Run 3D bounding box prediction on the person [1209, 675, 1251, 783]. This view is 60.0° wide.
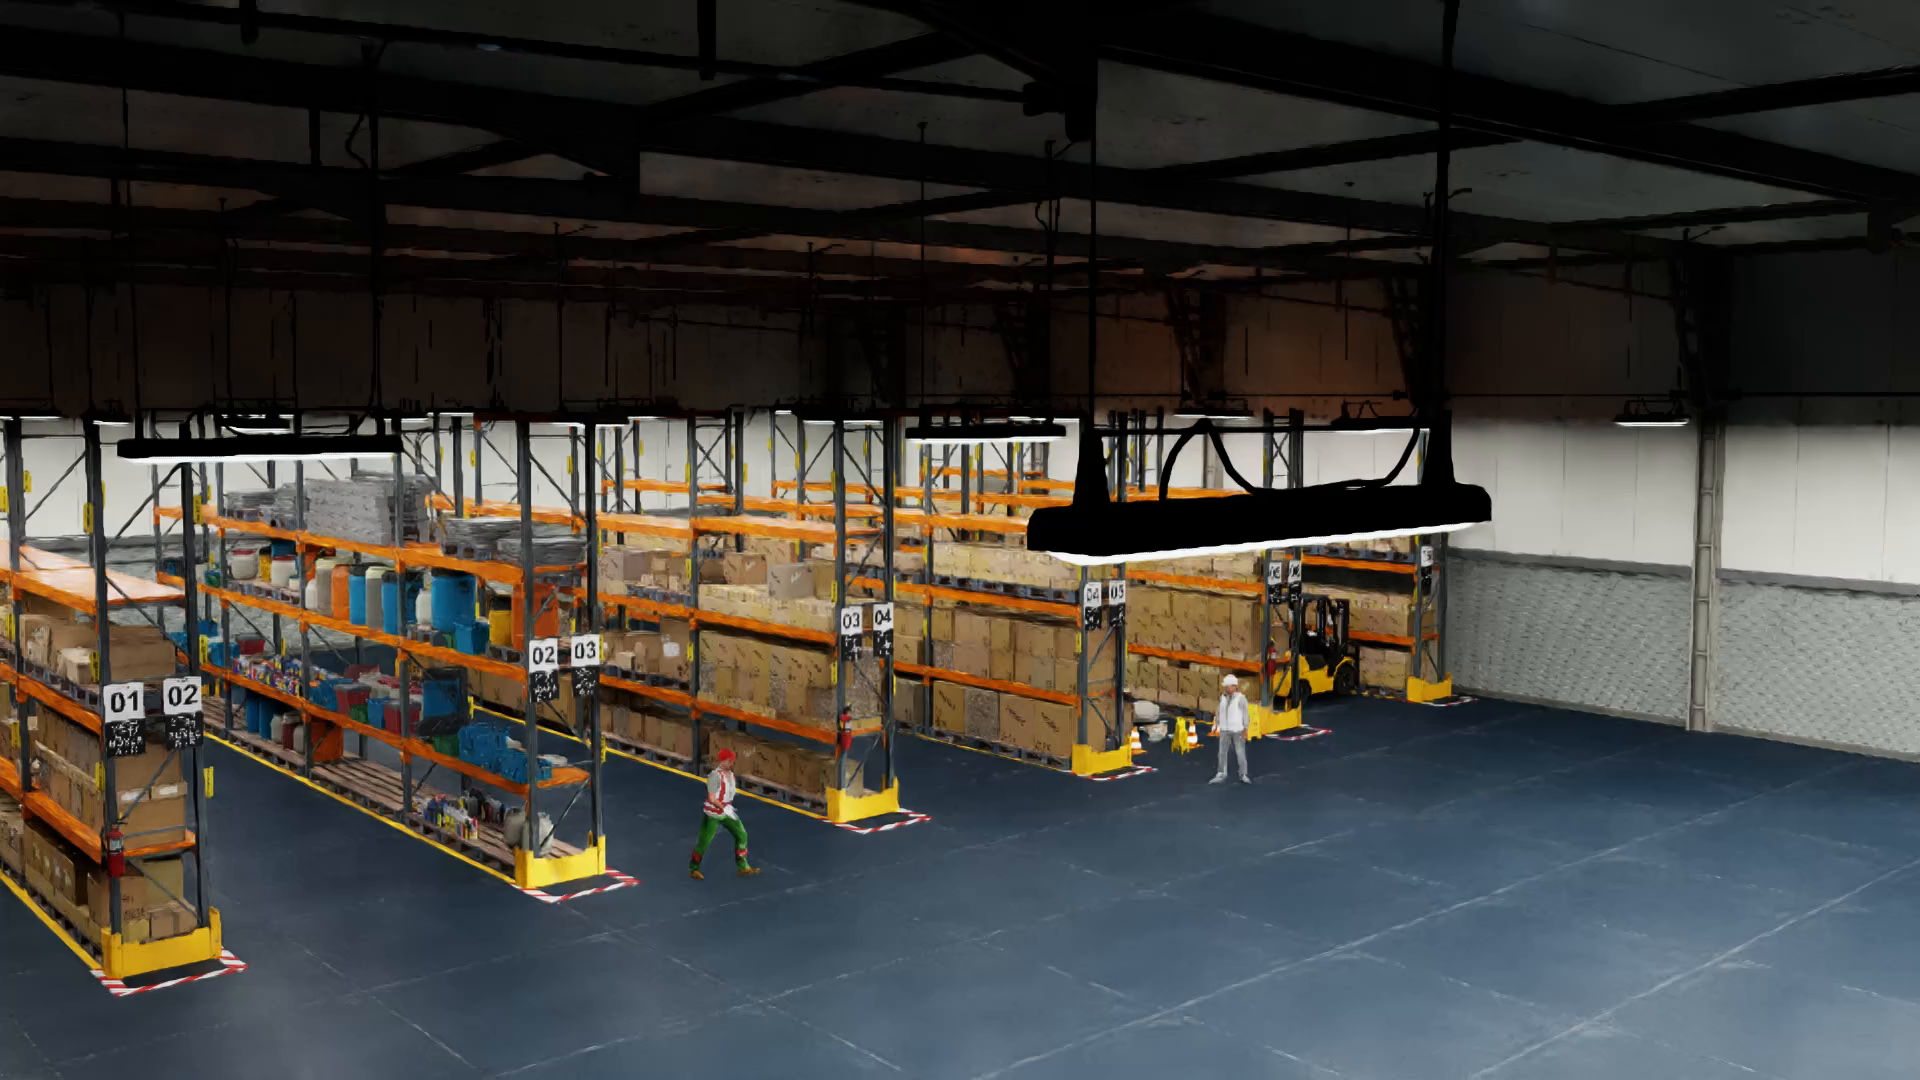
[{"bbox_3d":[4.390,3.074,27.040,0.642,1.773,0.619,4,6,36],"label":"person"}]

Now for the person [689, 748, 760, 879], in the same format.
[{"bbox_3d":[-3.131,3.554,21.702,0.808,1.718,0.675,3,6,30],"label":"person"}]
